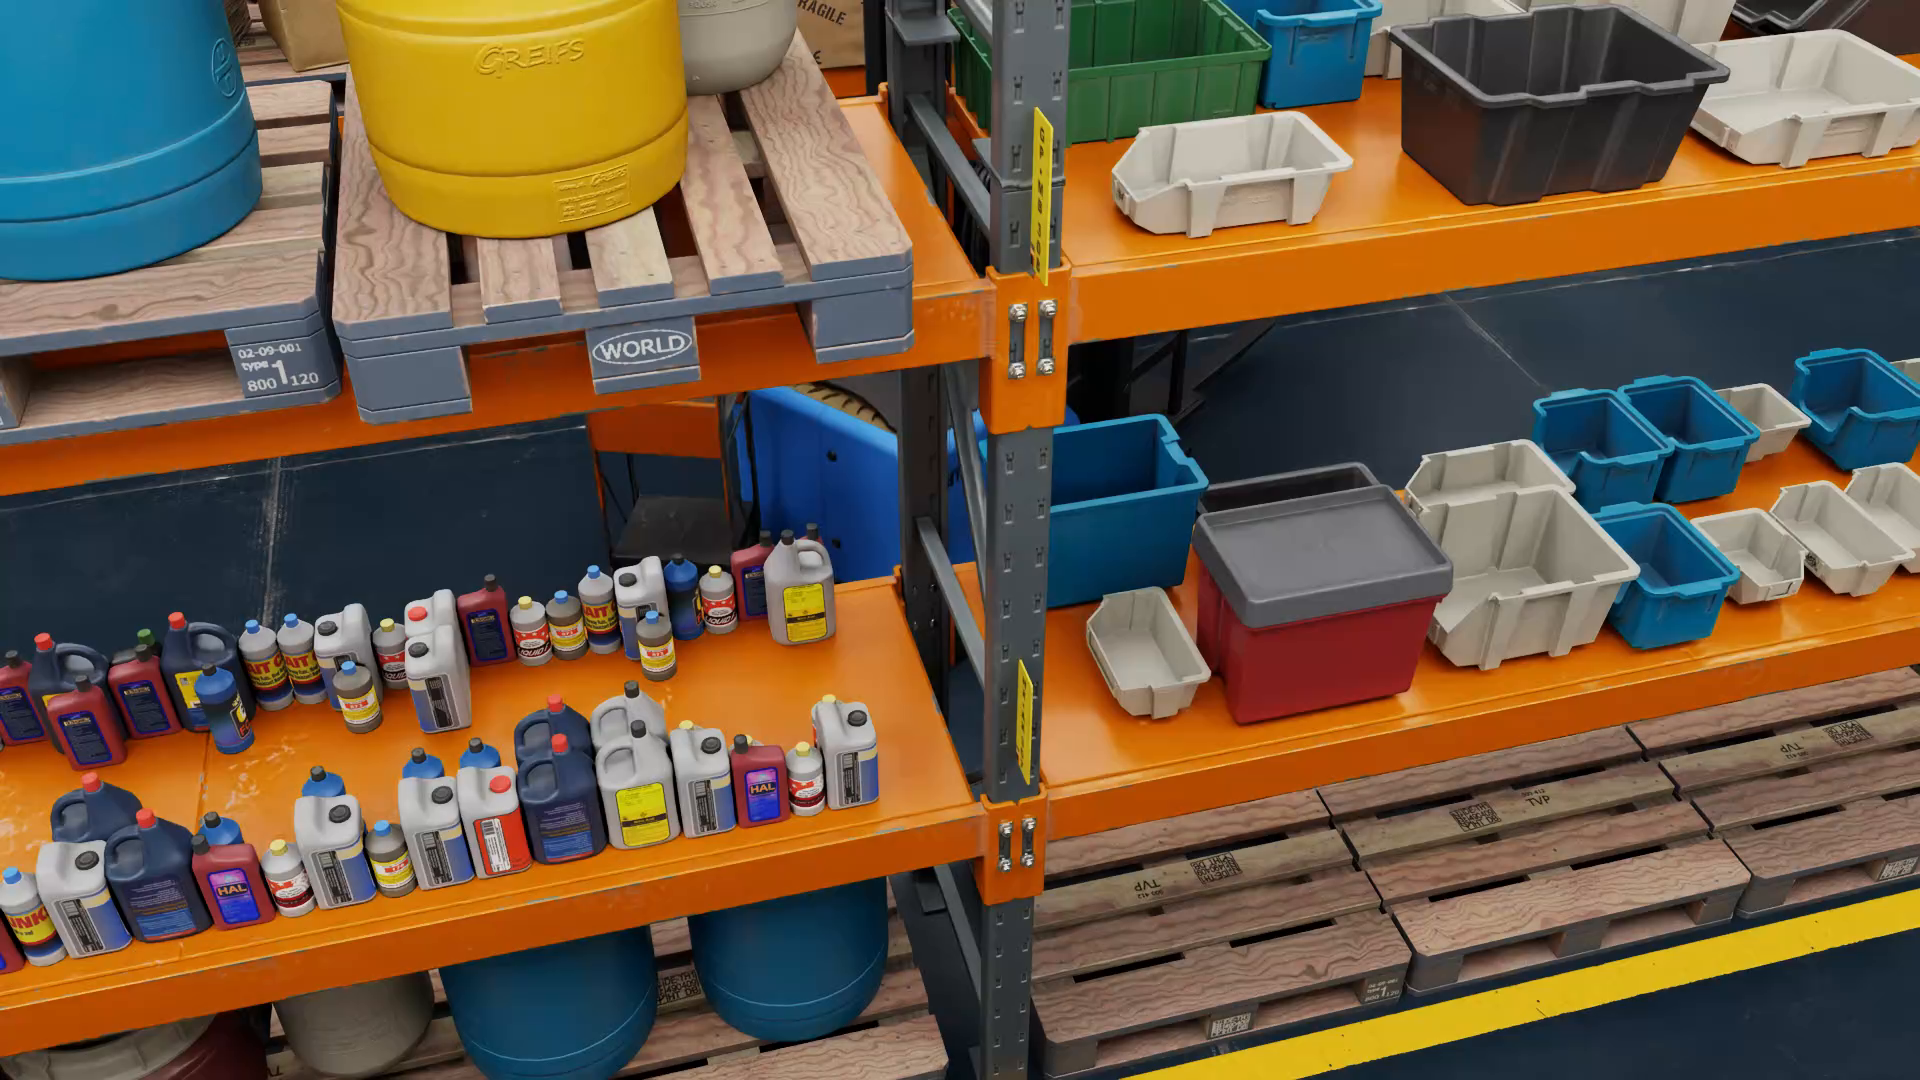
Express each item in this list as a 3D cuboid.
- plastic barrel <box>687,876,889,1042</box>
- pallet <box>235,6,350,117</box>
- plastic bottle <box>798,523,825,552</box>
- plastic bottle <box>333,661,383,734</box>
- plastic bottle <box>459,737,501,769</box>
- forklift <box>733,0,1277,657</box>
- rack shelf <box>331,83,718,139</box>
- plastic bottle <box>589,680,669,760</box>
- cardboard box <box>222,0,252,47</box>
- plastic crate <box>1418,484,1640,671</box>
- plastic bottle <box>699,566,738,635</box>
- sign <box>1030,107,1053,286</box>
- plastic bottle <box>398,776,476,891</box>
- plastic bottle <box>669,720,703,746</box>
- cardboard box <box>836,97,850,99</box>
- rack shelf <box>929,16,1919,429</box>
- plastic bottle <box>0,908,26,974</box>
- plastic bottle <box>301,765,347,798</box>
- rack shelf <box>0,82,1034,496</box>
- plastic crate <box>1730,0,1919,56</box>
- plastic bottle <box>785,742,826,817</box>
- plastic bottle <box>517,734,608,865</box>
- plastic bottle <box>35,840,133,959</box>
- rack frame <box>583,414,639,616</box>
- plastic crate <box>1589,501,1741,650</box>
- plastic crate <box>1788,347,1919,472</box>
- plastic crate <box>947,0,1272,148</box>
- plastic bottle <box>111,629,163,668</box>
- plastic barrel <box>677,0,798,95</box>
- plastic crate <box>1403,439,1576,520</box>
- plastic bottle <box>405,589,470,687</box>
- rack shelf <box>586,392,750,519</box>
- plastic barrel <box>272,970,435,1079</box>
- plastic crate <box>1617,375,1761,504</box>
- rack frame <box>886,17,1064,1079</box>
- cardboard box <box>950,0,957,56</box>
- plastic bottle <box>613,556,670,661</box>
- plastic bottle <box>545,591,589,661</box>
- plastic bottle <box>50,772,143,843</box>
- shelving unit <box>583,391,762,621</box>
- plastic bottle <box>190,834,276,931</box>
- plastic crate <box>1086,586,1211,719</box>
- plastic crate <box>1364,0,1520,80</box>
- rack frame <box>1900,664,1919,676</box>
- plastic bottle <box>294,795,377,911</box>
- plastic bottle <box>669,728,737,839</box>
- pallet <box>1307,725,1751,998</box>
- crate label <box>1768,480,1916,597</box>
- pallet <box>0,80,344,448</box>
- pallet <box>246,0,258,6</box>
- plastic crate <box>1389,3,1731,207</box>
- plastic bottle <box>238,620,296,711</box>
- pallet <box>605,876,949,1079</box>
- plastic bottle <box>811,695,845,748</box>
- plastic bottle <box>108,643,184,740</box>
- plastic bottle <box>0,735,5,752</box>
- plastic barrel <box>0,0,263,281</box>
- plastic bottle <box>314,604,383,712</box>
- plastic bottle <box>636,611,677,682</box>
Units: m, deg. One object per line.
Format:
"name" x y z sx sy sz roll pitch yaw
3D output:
"plastic barrel" -0.517 0.968 4.897 0.708 0.901 0.600 -9 38 -12
"pallet" -3.261 -2.282 7.922 1.213 0.211 1.003 -9 38 -12
"plastic bottle" -0.453 0.080 4.773 0.133 0.283 0.061 -9 38 -12
"plastic bottle" -1.601 0.408 4.412 0.097 0.201 0.097 0 37 0
"plastic bottle" -1.174 0.596 4.108 0.097 0.271 0.097 0 37 0
"forklift" 0.400 -1.502 6.801 1.130 2.935 3.031 25 44 29
"rack shelf" -3.206 -2.078 8.090 4.000 0.370 1.077 -9 38 -12
"plastic bottle" -0.827 0.498 4.171 0.185 0.351 0.144 -9 38 -12
"cardboard box" -3.626 -2.452 7.559 0.500 0.500 0.700 -3 37 -3
"plastic crate" 1.534 0.115 4.679 0.530 0.282 0.437 -9 38 -12
"plastic bottle" -0.688 0.162 4.733 0.097 0.201 0.097 0 37 0
"sign" 0.154 -0.647 3.150 0.005 0.325 0.100 -9 38 -12
"plastic bottle" -1.253 0.686 3.987 0.135 0.276 0.152 -9 38 -12
"plastic bottle" -0.687 0.544 4.234 0.097 0.201 0.097 0 37 0
"cardboard box" -0.799 -2.119 9.247 0.500 0.500 0.500 -9 38 -12
"rack shelf" 1.943 -0.997 4.208 4.000 0.370 1.077 -9 38 -12
"plastic bottle" -2.220 0.870 3.740 0.133 0.283 0.061 -9 38 -12
"plastic bottle" -1.528 0.654 4.032 0.097 0.271 0.097 0 37 0
"rack shelf" -1.919 -0.364 3.380 4.000 0.370 1.077 -9 38 -12
"plastic crate" 2.327 -1.494 4.317 0.767 0.338 0.504 -9 38 -12
"plastic bottle" -0.389 0.591 4.173 0.097 0.201 0.097 0 37 0
"plastic bottle" -0.968 0.612 4.022 0.185 0.351 0.144 -9 38 -12
"plastic bottle" -2.009 0.810 3.825 0.135 0.276 0.152 -9 38 -12
"rack frame" -1.300 -0.451 6.112 0.015 2.100 0.400 4 38 5
"plastic crate" 1.958 0.110 4.726 0.300 0.233 0.416 -9 38 -12
"plastic crate" 2.914 -0.415 5.413 0.300 0.233 0.416 -9 38 -12
"plastic crate" 0.342 -1.126 3.959 0.662 0.188 0.450 -9 38 -12
"plastic bottle" -2.159 0.360 4.407 0.133 0.283 0.061 -9 38 -12
"plastic barrel" -0.561 -1.251 3.490 0.433 0.535 0.433 0 37 0
"plastic crate" 1.615 -0.146 5.140 0.466 0.136 0.293 -9 38 -12
"plastic bottle" -1.428 0.271 4.529 0.135 0.276 0.152 -9 38 -12
"rack shelf" -1.058 -0.424 6.098 0.480 0.518 0.431 4 38 5
"plastic barrel" -1.769 1.272 4.820 0.421 0.512 0.421 0 37 0
"plastic crate" 2.279 -0.311 5.276 0.300 0.233 0.416 -9 38 -12
"rack frame" 0.012 0.225 4.487 0.127 3.000 1.000 -9 38 -12
"cardboard box" -0.219 -2.724 8.260 0.500 0.500 0.500 -9 38 -11
"plastic bottle" -0.887 0.182 4.645 0.135 0.276 0.152 -9 38 -12
"plastic bottle" -1.100 0.230 4.644 0.097 0.201 0.097 0 37 0
"plastic bottle" -2.023 0.689 3.921 0.185 0.351 0.144 -9 38 -12
"shelving unit" -1.058 -0.435 6.090 0.503 2.100 0.431 4 38 5
"plastic bottle" -1.689 0.783 3.854 0.133 0.283 0.061 -9 38 -12
"plastic crate" 0.499 0.316 4.535 0.243 0.136 0.396 -9 38 -12
"plastic crate" 1.141 -1.286 4.211 0.466 0.136 0.293 -9 38 -12
"rack frame" 3.874 -0.408 5.315 0.127 3.000 1.000 -9 38 -12
"plastic bottle" -1.477 0.722 3.939 0.135 0.276 0.152 -9 38 -12
"plastic bottle" -0.637 0.584 4.119 0.135 0.276 0.152 -9 38 -12
"pallet" 1.892 0.998 5.771 1.213 0.211 1.003 -9 38 -12
"crate label" 2.588 0.004 4.944 0.243 0.136 0.396 -9 38 -12
"pallet" -1.813 -0.528 3.158 1.213 0.211 1.003 -9 38 -12
"pallet" -5.652 -3.925 12.208 1.213 0.211 1.003 -9 38 -12
"plastic crate" 1.283 -0.950 3.662 0.590 0.269 0.497 -9 38 -12
"plastic bottle" -1.865 0.327 4.459 0.097 0.271 0.097 0 37 0
"pallet" -0.744 1.431 5.206 1.213 0.211 1.003 -9 38 -12
"plastic bottle" -0.334 0.486 4.309 0.097 0.201 0.097 0 37 0
"plastic bottle" -2.144 0.395 4.361 0.133 0.283 0.061 -9 38 -12
"plastic bottle" -2.573 0.471 4.328 0.097 0.201 0.097 0 37 0
"plastic barrel" -1.596 -0.972 2.825 0.708 0.901 0.600 -9 38 -12
"plastic bottle" -1.652 0.308 4.481 0.135 0.276 0.152 -9 38 -12
"plastic bottle" -0.837 0.282 4.576 0.097 0.201 0.097 0 37 0
